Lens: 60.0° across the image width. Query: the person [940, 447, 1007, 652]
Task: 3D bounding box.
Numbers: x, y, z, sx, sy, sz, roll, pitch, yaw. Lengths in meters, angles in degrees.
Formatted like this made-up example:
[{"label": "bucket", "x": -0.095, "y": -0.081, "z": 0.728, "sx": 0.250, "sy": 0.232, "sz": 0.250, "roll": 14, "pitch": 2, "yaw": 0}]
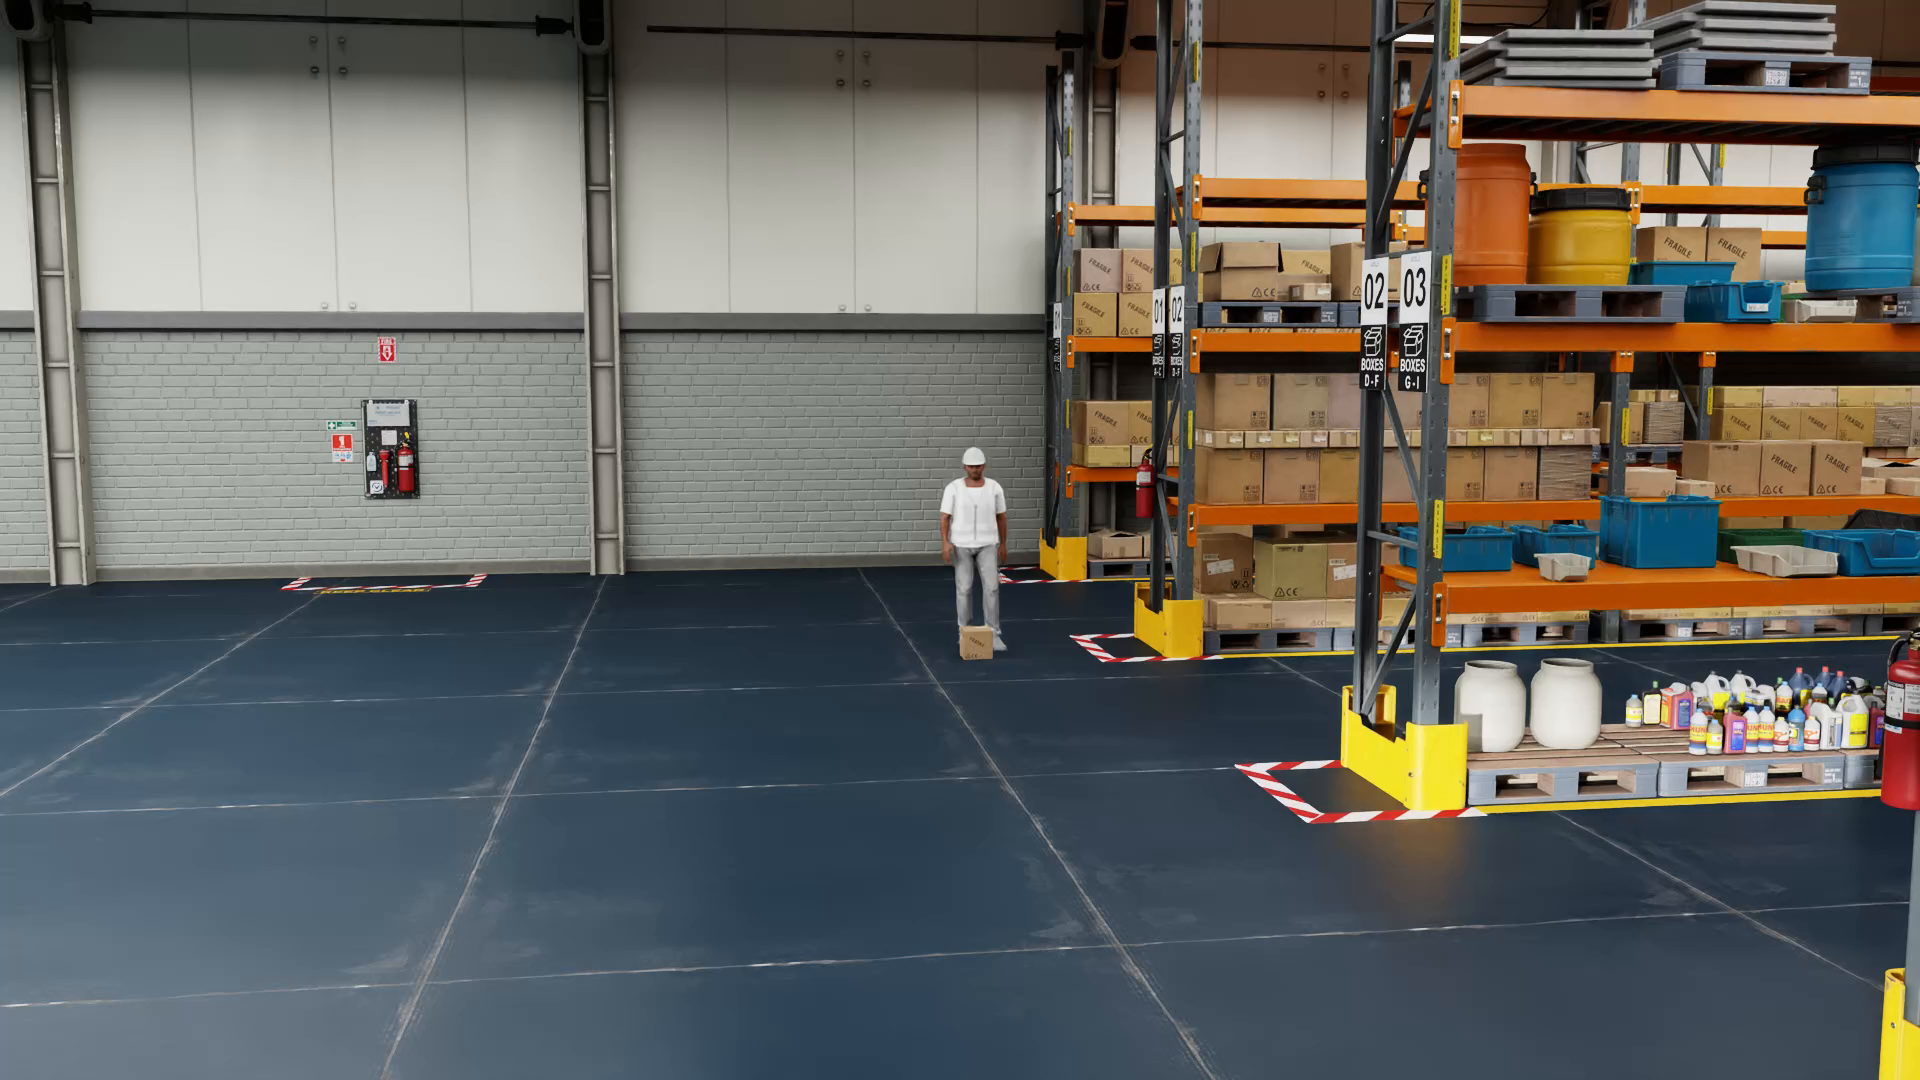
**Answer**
[{"label": "person", "x": 0.131, "y": 0.082, "z": 14.832, "sx": 0.612, "sy": 1.802, "sz": 0.519, "roll": 0, "pitch": 6, "yaw": -4}]
